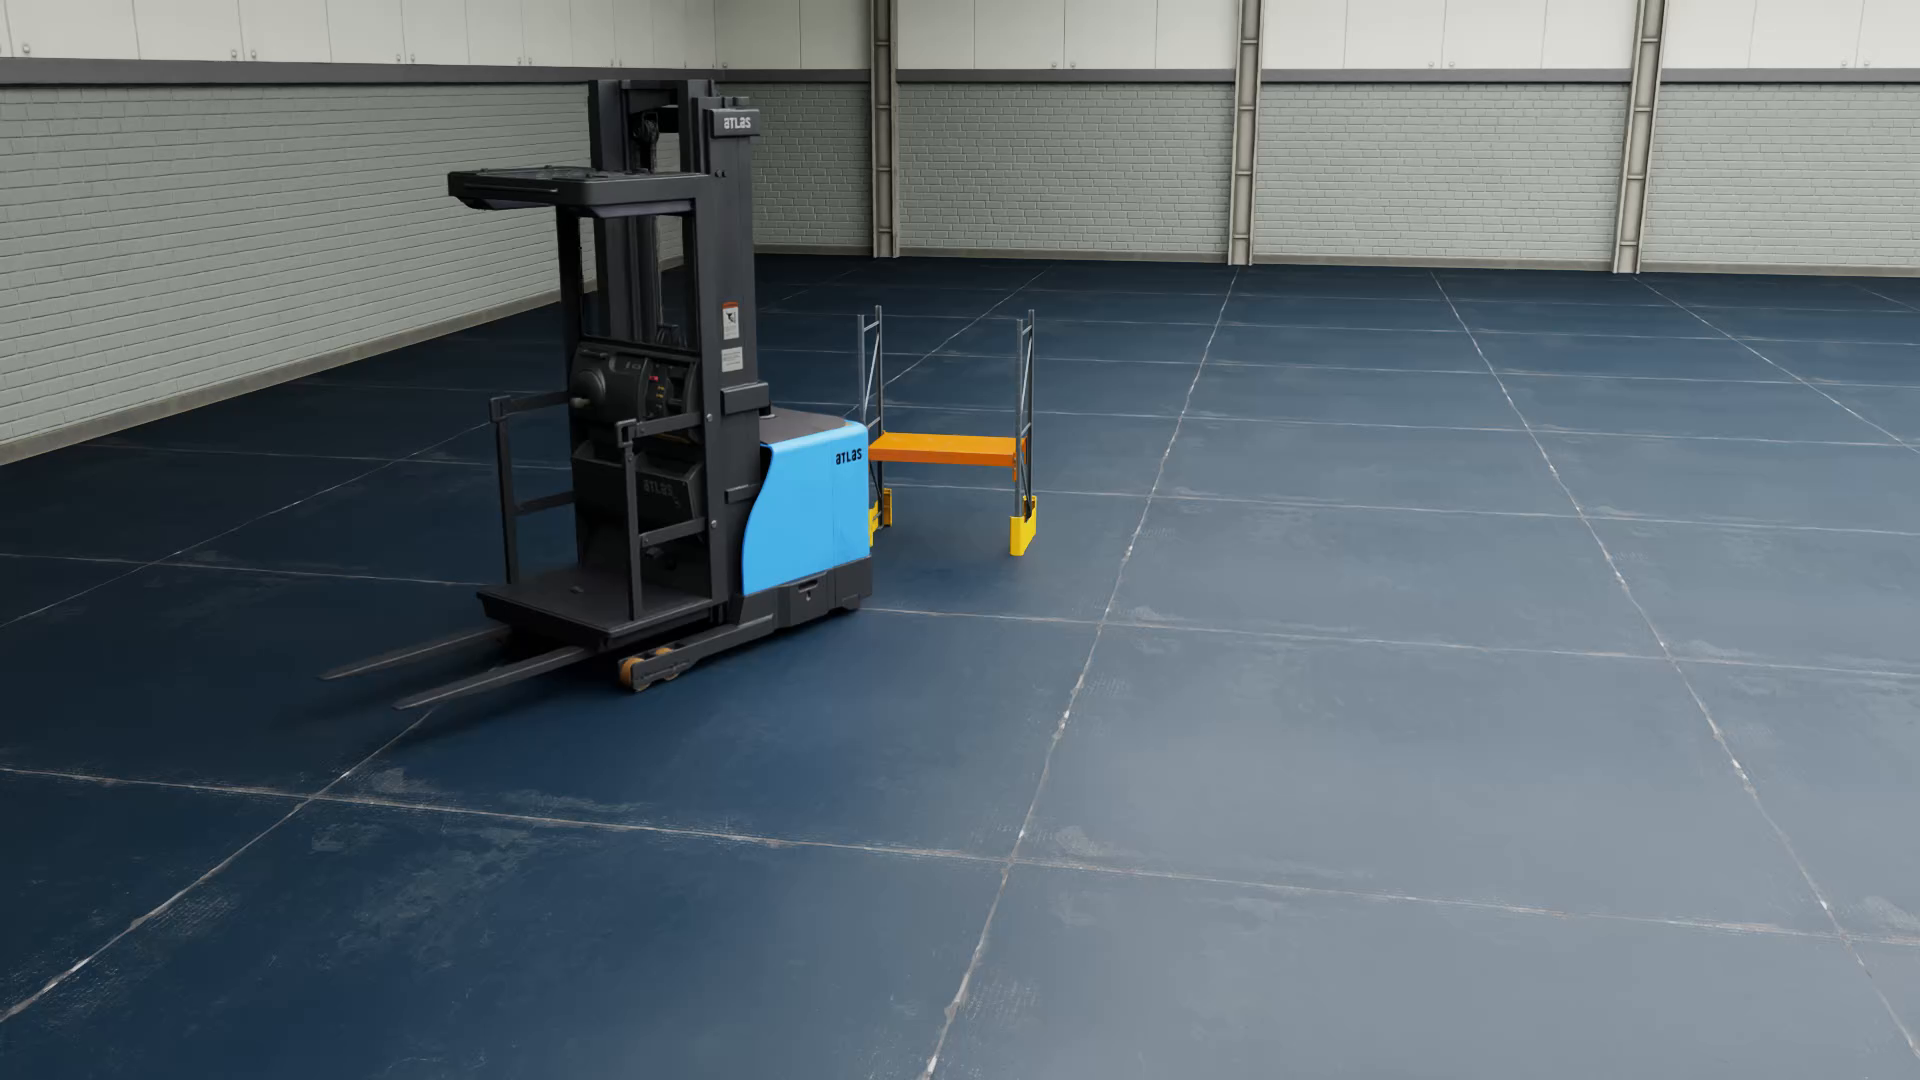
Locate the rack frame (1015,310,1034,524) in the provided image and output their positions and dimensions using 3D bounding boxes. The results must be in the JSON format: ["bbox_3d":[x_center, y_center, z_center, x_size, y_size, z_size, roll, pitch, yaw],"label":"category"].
[{"bbox_3d":[0.415,-0.700,10.711,0.032,1.500,0.500,3,16,11],"label":"rack frame"}]

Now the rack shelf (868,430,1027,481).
[{"bbox_3d":[-0.084,-0.554,10.856,1.000,0.185,0.538,3,16,11],"label":"rack shelf"}]

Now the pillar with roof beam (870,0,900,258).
[{"bbox_3d":[-2.118,-8.081,23.308,0.400,9.000,9.100,3,16,11],"label":"pillar with roof beam"}]

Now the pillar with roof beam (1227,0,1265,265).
[{"bbox_3d":[3.761,-7.762,22.156,0.400,9.000,9.100,3,16,11],"label":"pillar with roof beam"}]

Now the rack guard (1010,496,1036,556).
[{"bbox_3d":[0.413,-0.098,10.878,0.087,0.250,0.587,3,16,11],"label":"rack guard"}]

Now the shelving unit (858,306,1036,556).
[{"bbox_3d":[-0.075,-0.727,10.806,1.083,1.500,0.587,3,16,11],"label":"shelving unit"}]

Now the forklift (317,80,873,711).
[{"bbox_3d":[-1.820,-0.811,8.428,1.130,2.935,3.031,12,20,37],"label":"forklift"}]

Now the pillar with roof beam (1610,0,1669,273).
[{"bbox_3d":[9.641,-7.443,21.004,0.400,9.000,9.100,3,16,11],"label":"pillar with roof beam"}]

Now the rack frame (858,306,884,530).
[{"bbox_3d":[-0.582,-0.754,10.906,0.032,1.500,0.500,3,16,11],"label":"rack frame"}]

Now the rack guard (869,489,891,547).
[{"bbox_3d":[-0.563,-0.151,11.069,0.087,0.250,0.587,3,16,11],"label":"rack guard"}]
